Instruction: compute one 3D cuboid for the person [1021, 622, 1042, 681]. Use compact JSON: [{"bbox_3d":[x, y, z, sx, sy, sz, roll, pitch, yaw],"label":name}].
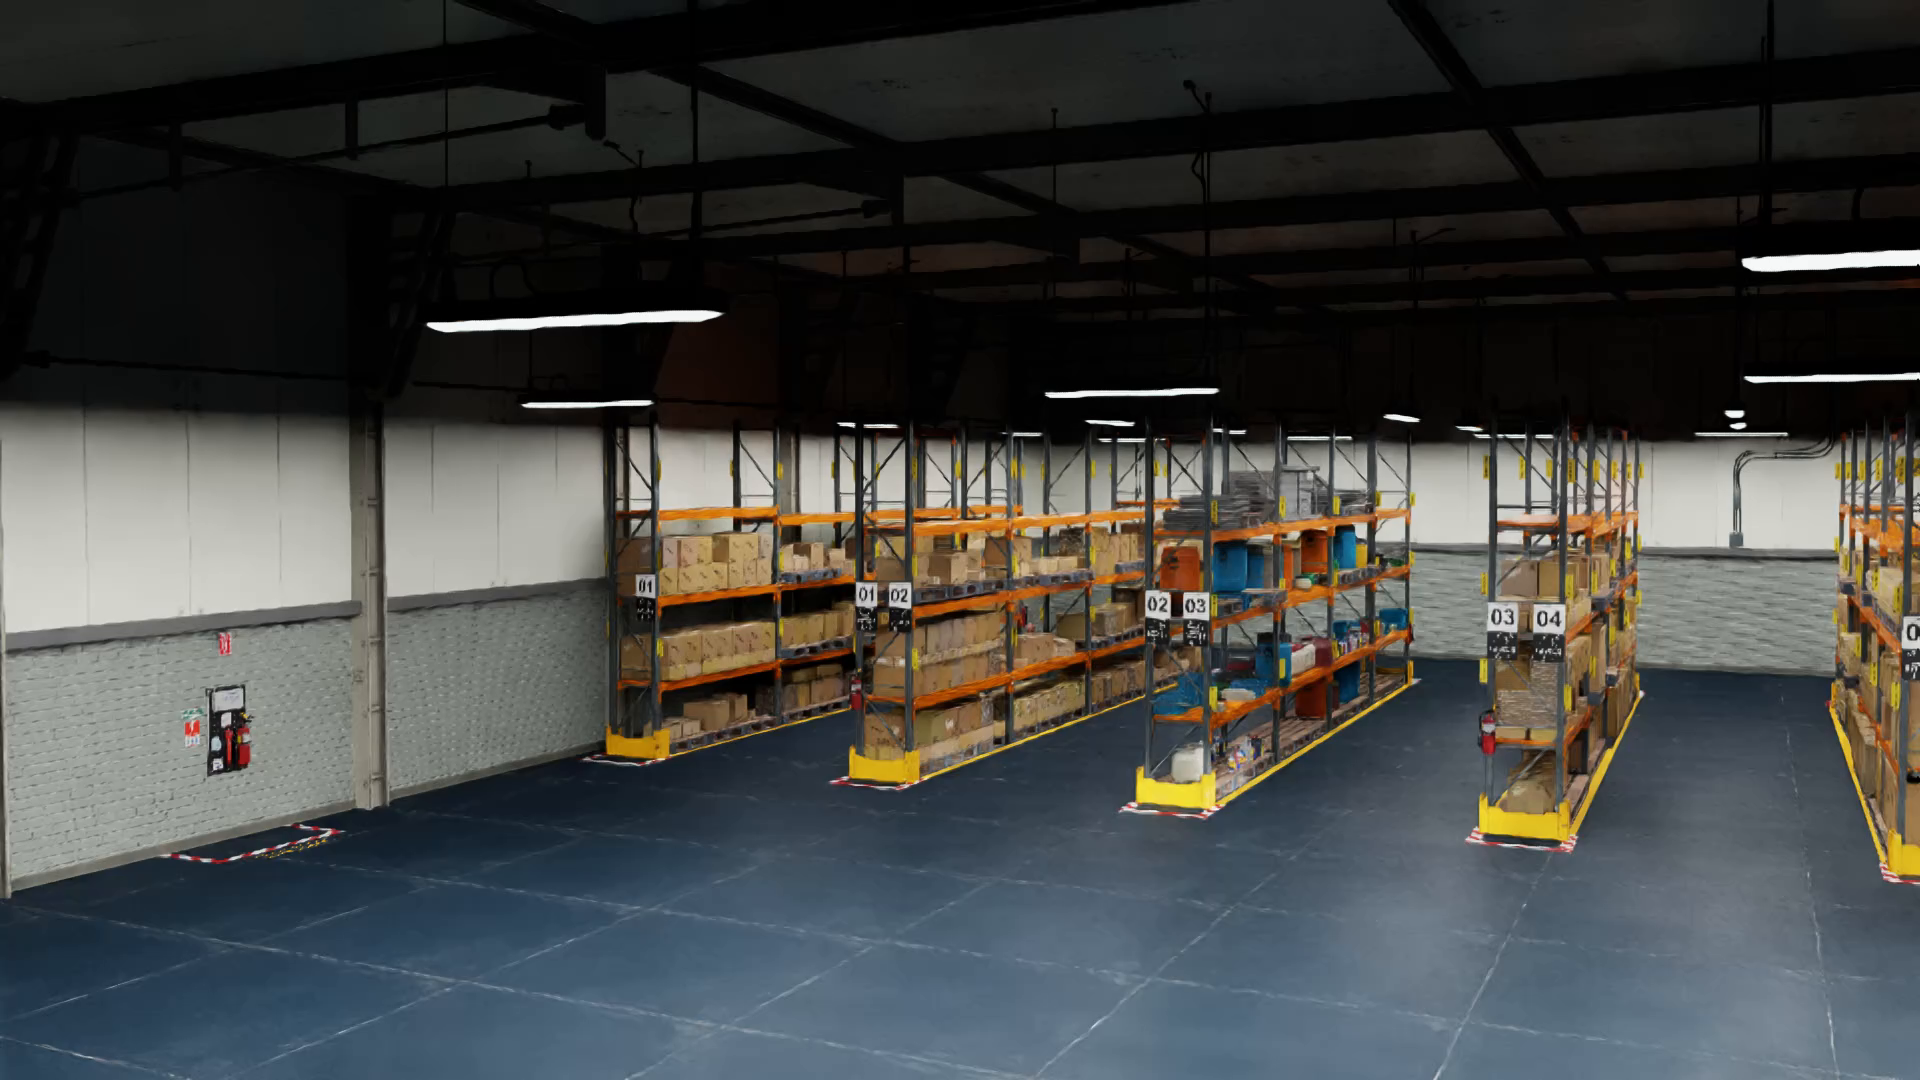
[{"bbox_3d":[1.604,2.632,36.640,0.677,1.674,0.534,1,3,23],"label":"person"}]
